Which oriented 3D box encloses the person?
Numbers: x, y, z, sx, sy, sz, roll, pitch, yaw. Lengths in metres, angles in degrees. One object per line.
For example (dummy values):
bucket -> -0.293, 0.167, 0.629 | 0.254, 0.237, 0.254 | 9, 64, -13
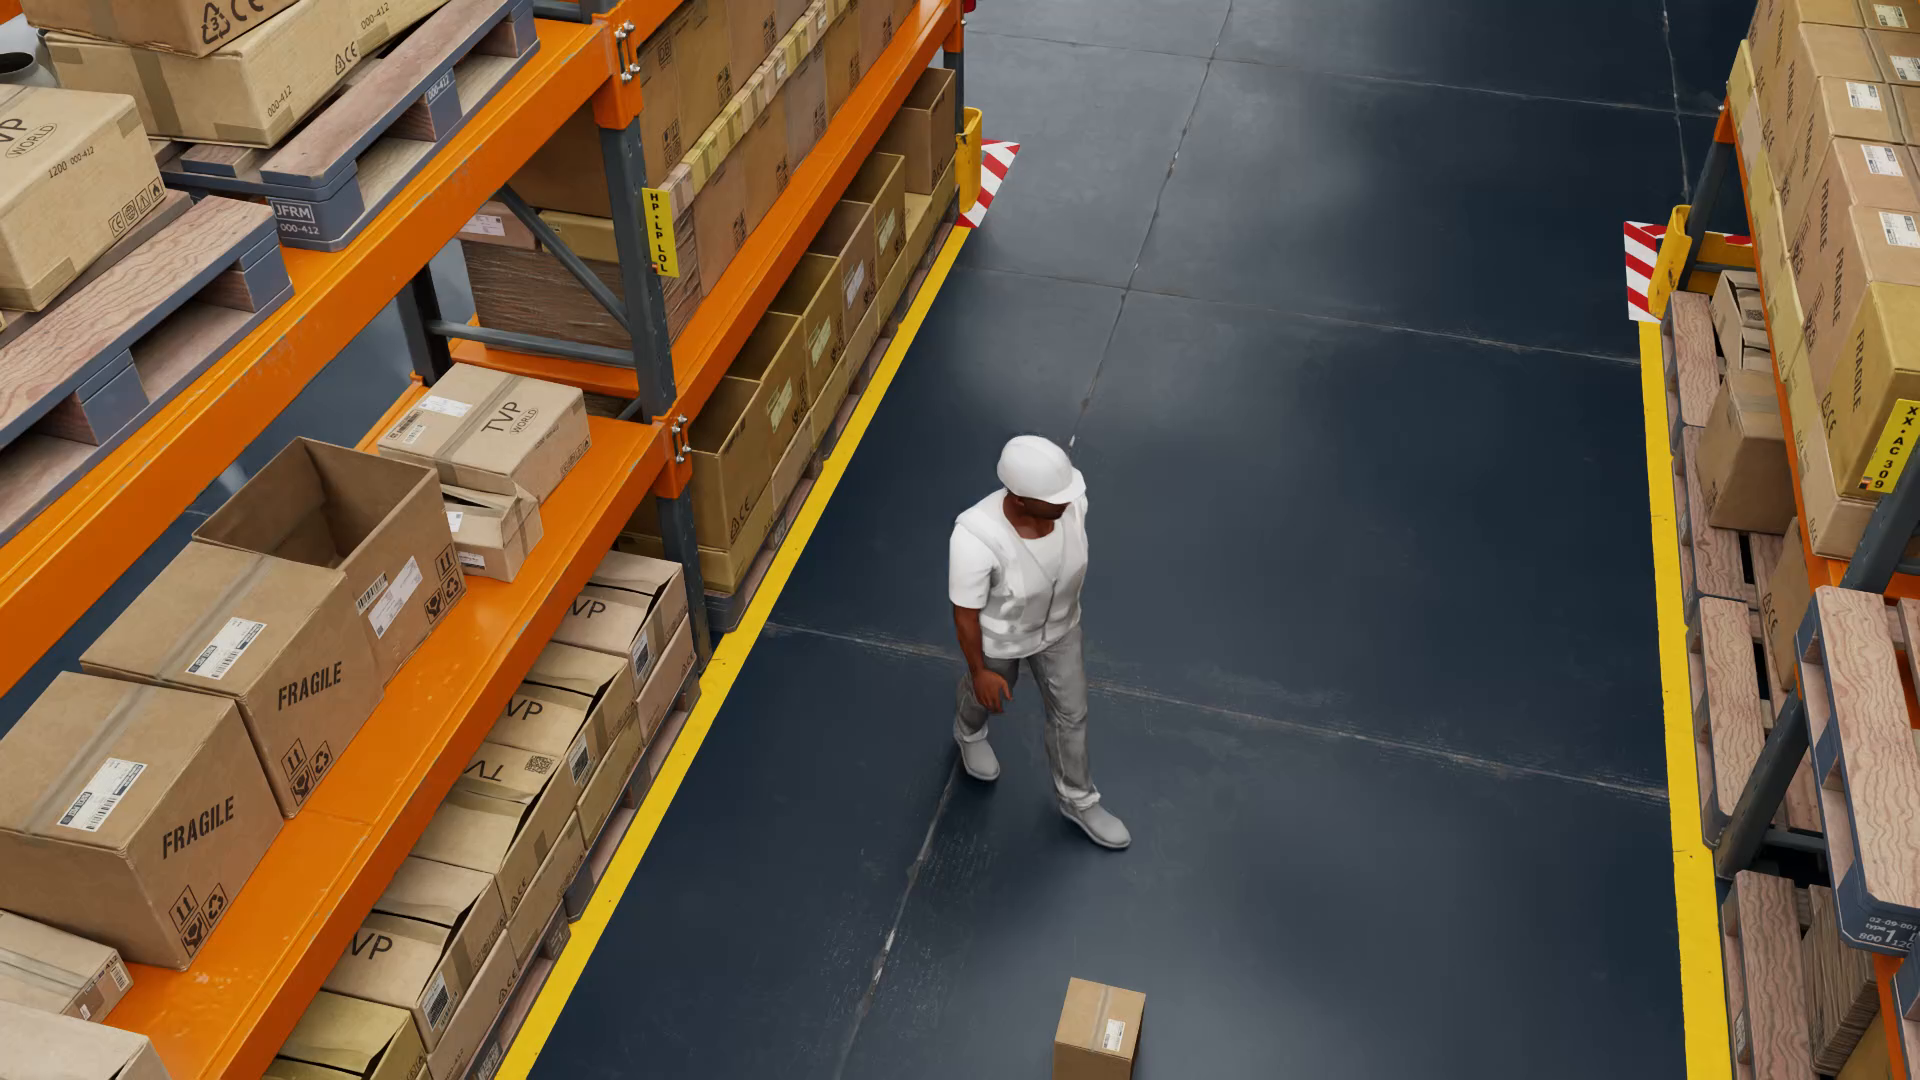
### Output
person -> 0.218, 0.319, 5.755 | 0.581, 1.756, 0.807 | -20, 45, -21
